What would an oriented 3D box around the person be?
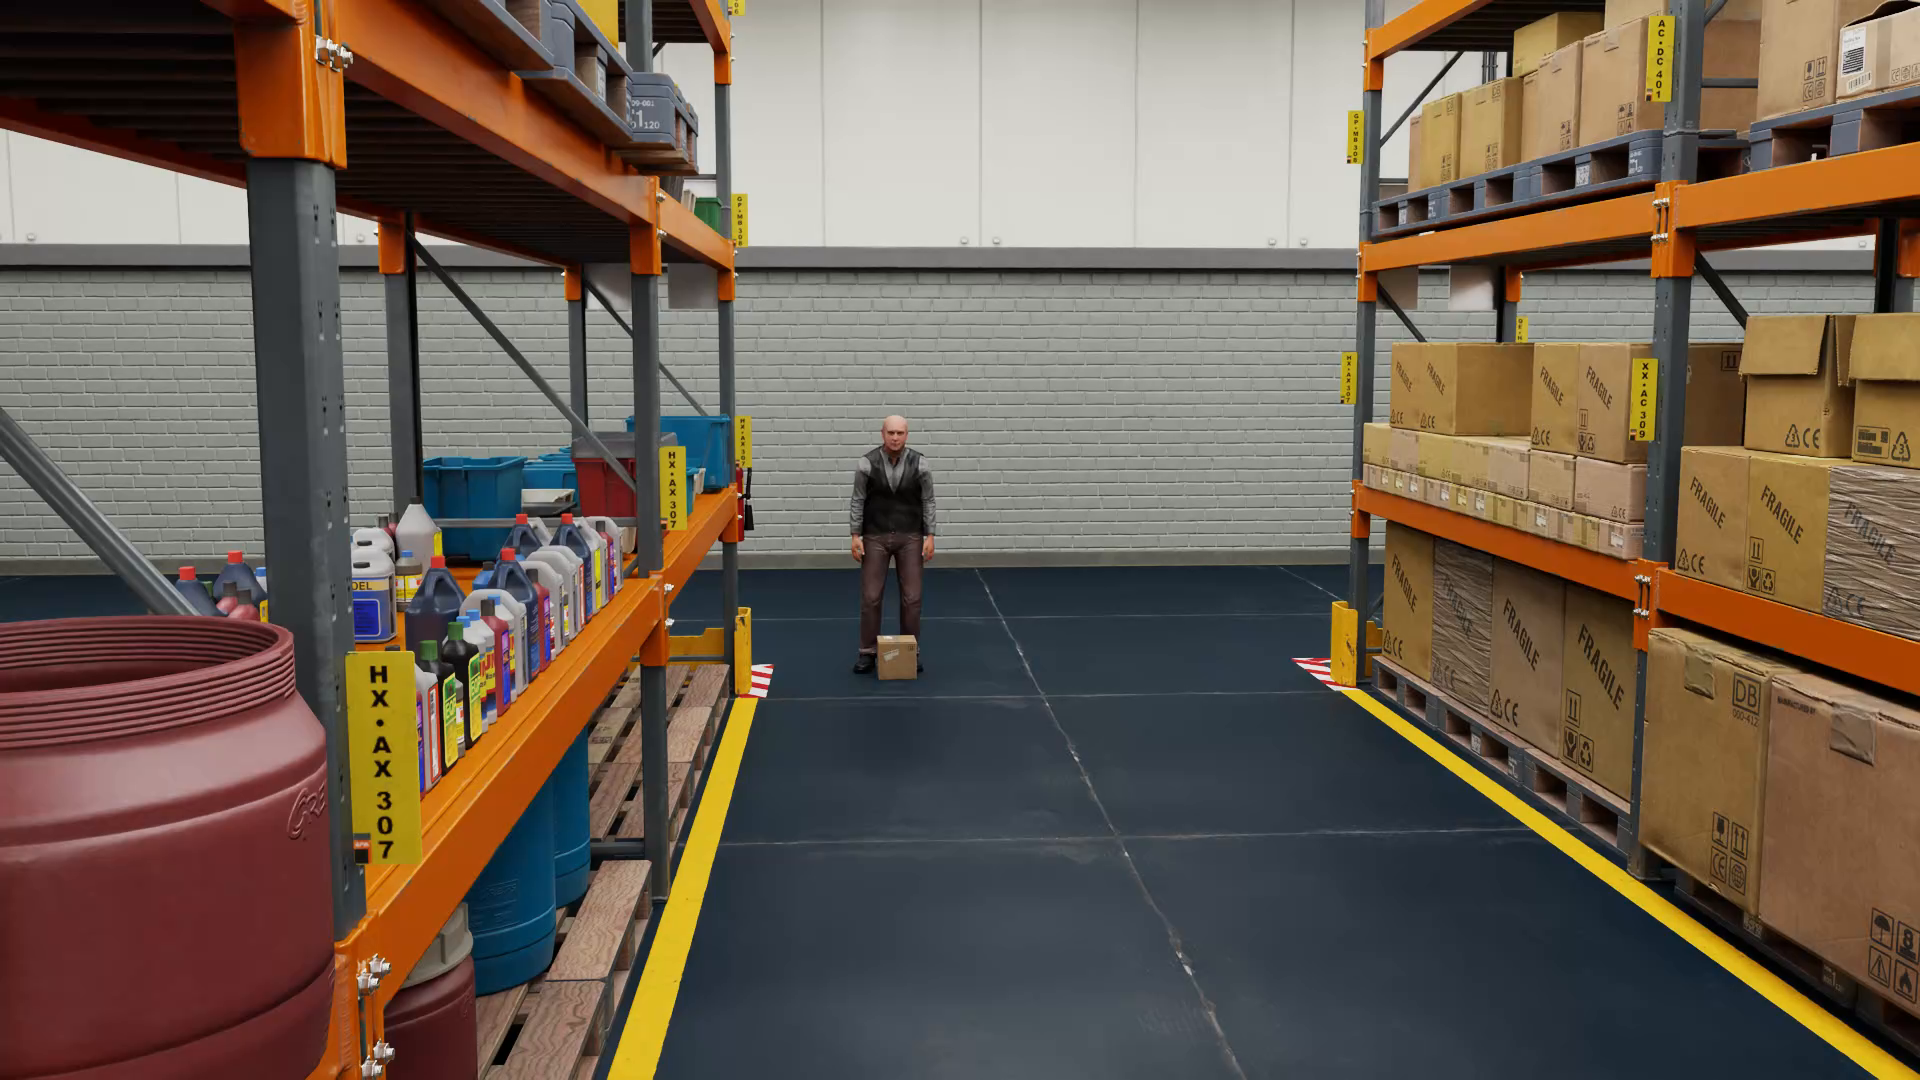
[{"bbox_3d":[-0.451,0.015,11.217,0.580,1.721,0.418,0,7,-3],"label":"person"}]
